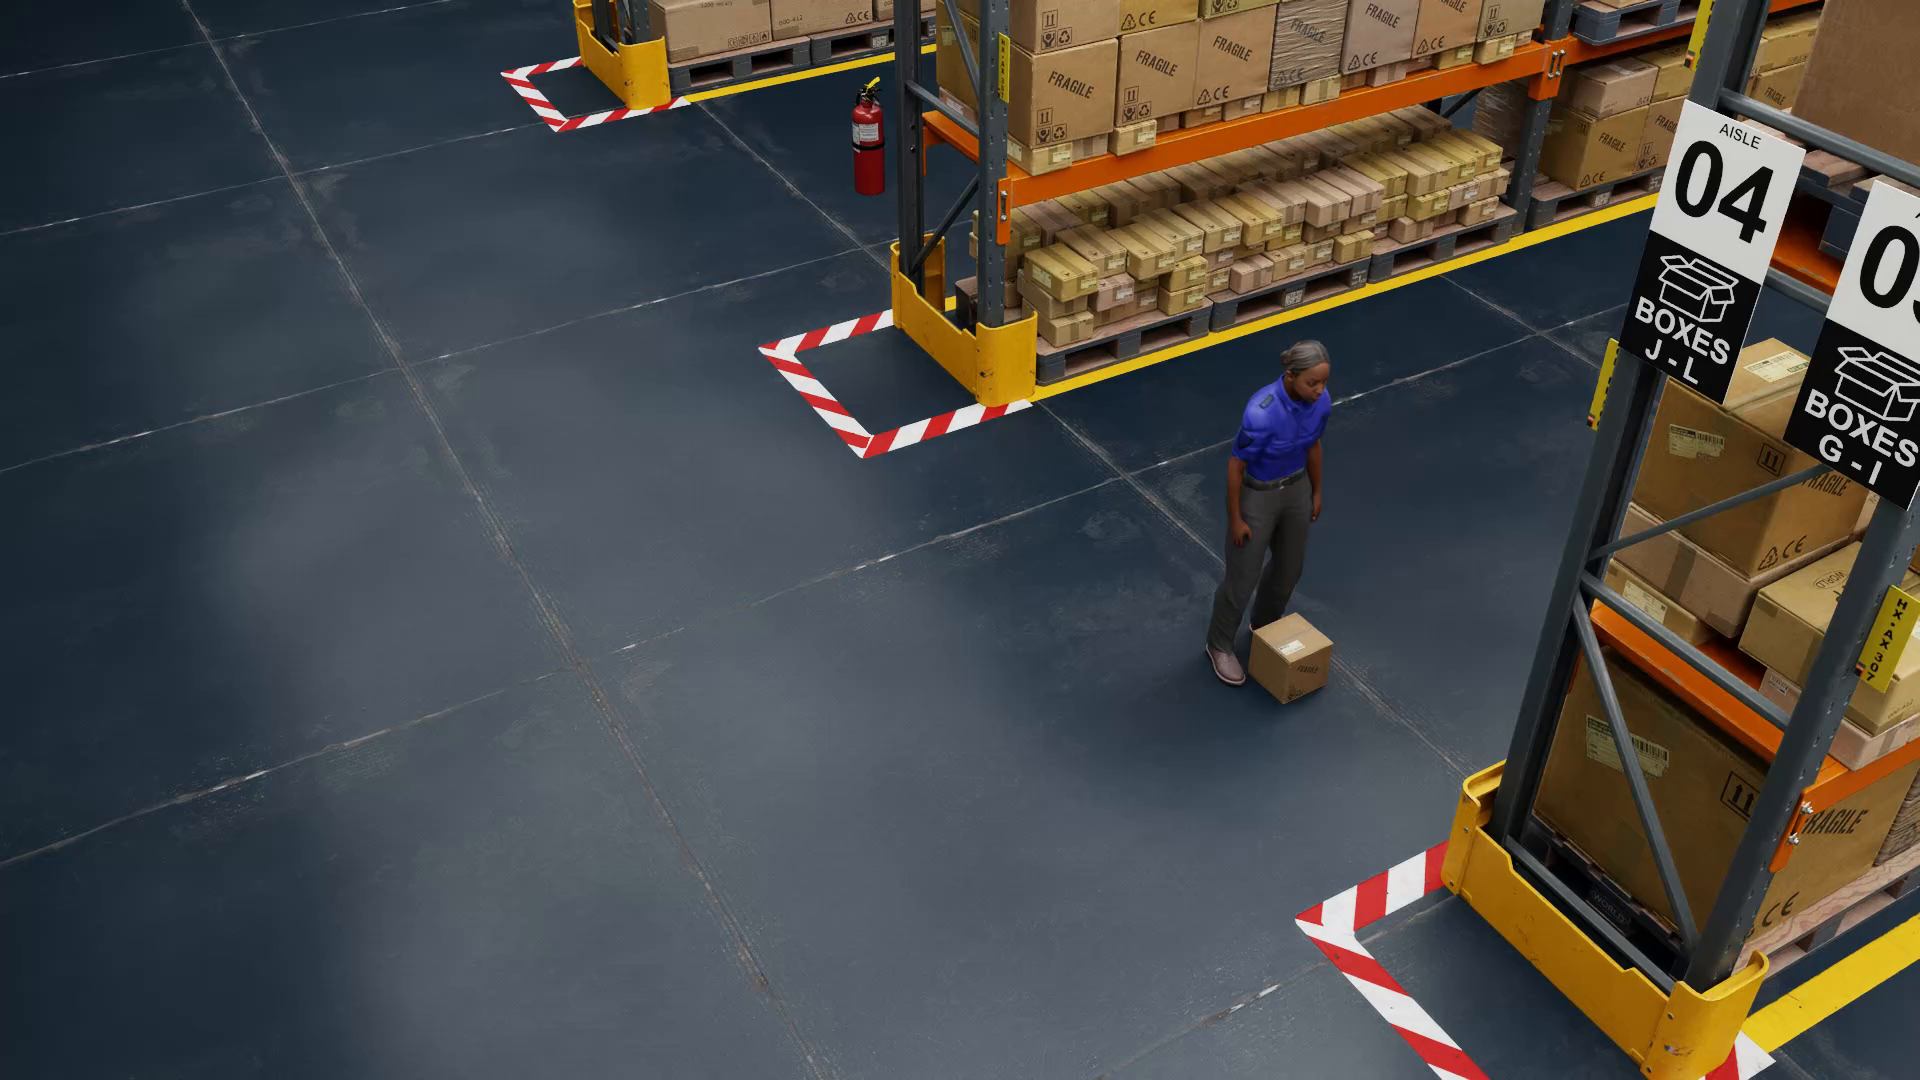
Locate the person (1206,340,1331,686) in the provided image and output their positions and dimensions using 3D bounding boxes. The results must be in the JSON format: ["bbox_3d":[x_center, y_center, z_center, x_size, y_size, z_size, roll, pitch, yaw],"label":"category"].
[{"bbox_3d":[1.341,-0.152,7.131,0.507,1.655,0.347,-19,41,-24],"label":"person"}]
